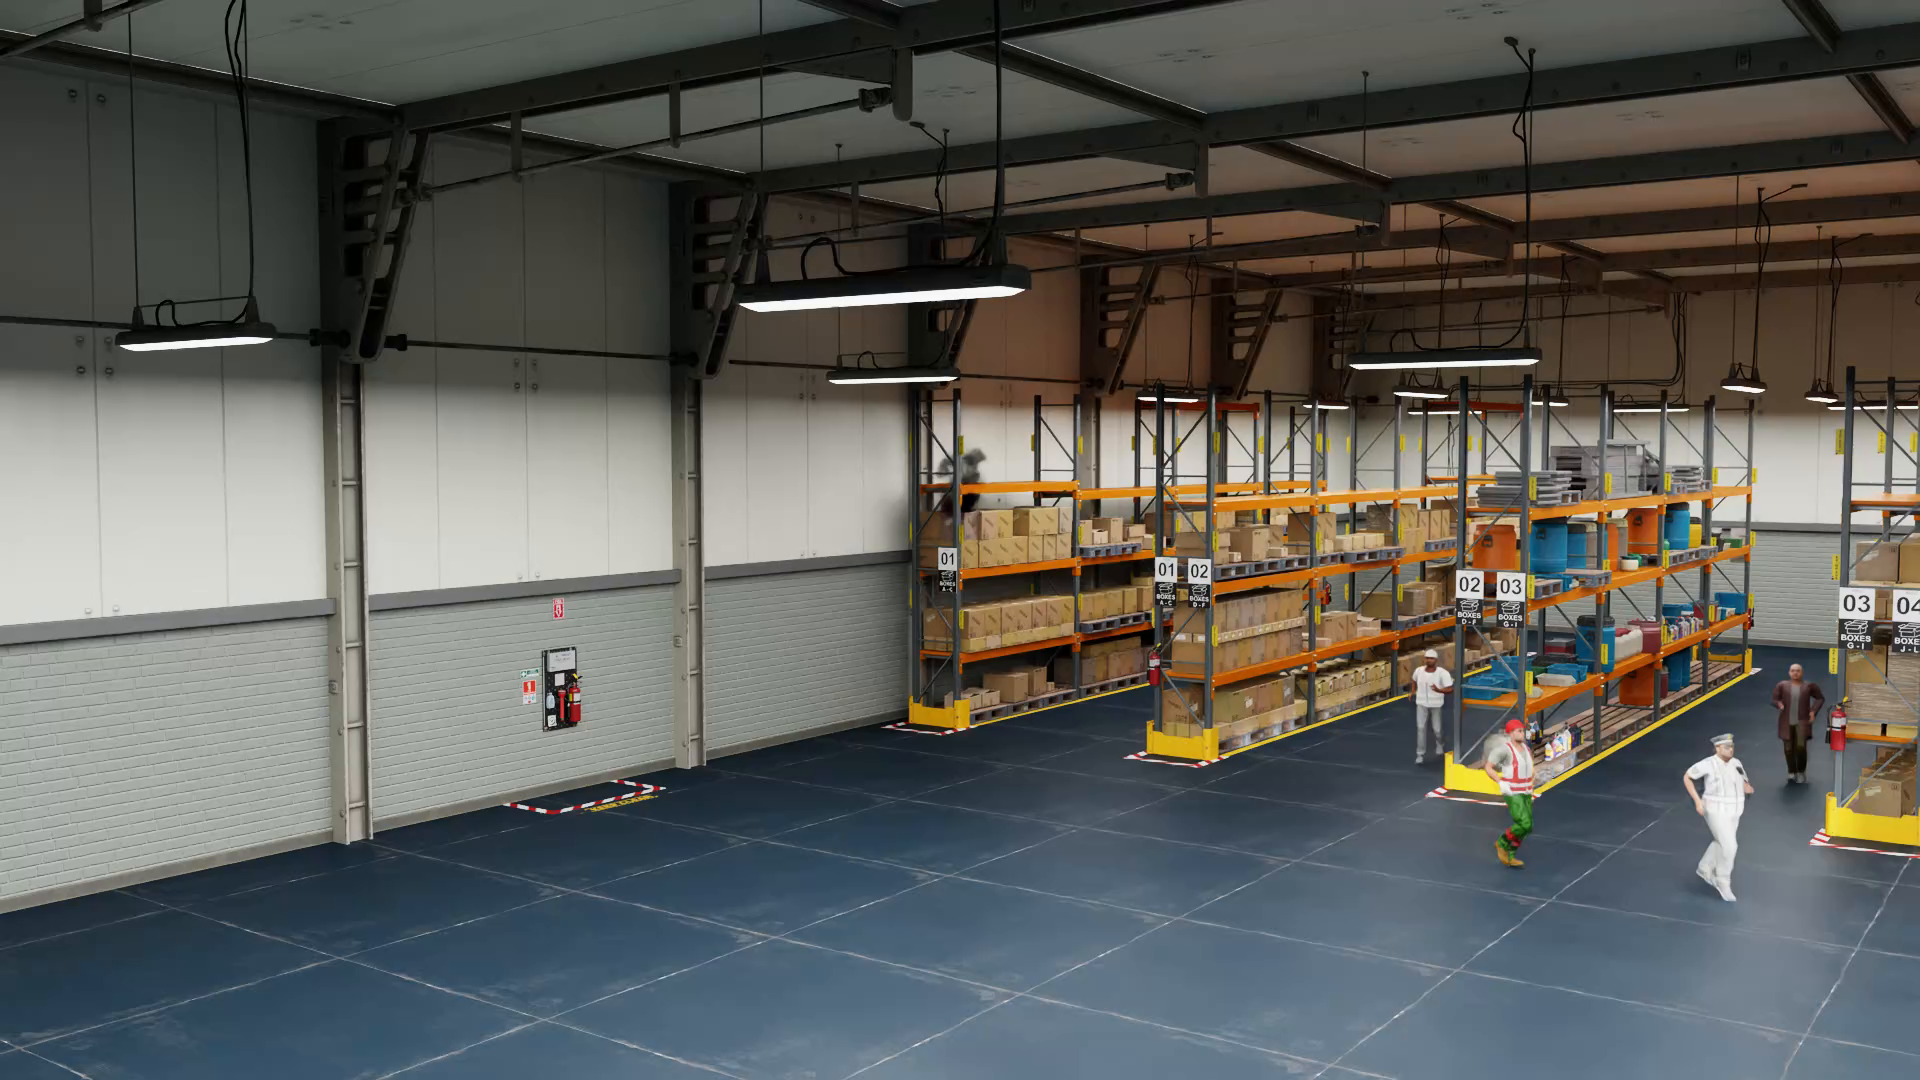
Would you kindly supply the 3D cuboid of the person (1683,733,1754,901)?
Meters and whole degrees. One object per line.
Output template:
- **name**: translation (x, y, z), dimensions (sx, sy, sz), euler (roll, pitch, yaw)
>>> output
- **person**: translation (8.502, 3.067, 18.534), dimensions (0.638, 1.850, 0.768), euler (-1, 4, -24)

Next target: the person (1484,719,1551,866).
- **person**: translation (6.614, 2.996, 19.618), dimensions (0.644, 1.741, 0.580), euler (-2, 4, -34)

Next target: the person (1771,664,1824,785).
- **person**: translation (12.340, 2.726, 24.569), dimensions (0.691, 1.777, 0.695), euler (2, 4, 34)

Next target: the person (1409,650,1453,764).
- **person**: translation (7.398, 2.599, 26.171), dimensions (0.700, 1.754, 0.989), euler (2, 4, 28)
